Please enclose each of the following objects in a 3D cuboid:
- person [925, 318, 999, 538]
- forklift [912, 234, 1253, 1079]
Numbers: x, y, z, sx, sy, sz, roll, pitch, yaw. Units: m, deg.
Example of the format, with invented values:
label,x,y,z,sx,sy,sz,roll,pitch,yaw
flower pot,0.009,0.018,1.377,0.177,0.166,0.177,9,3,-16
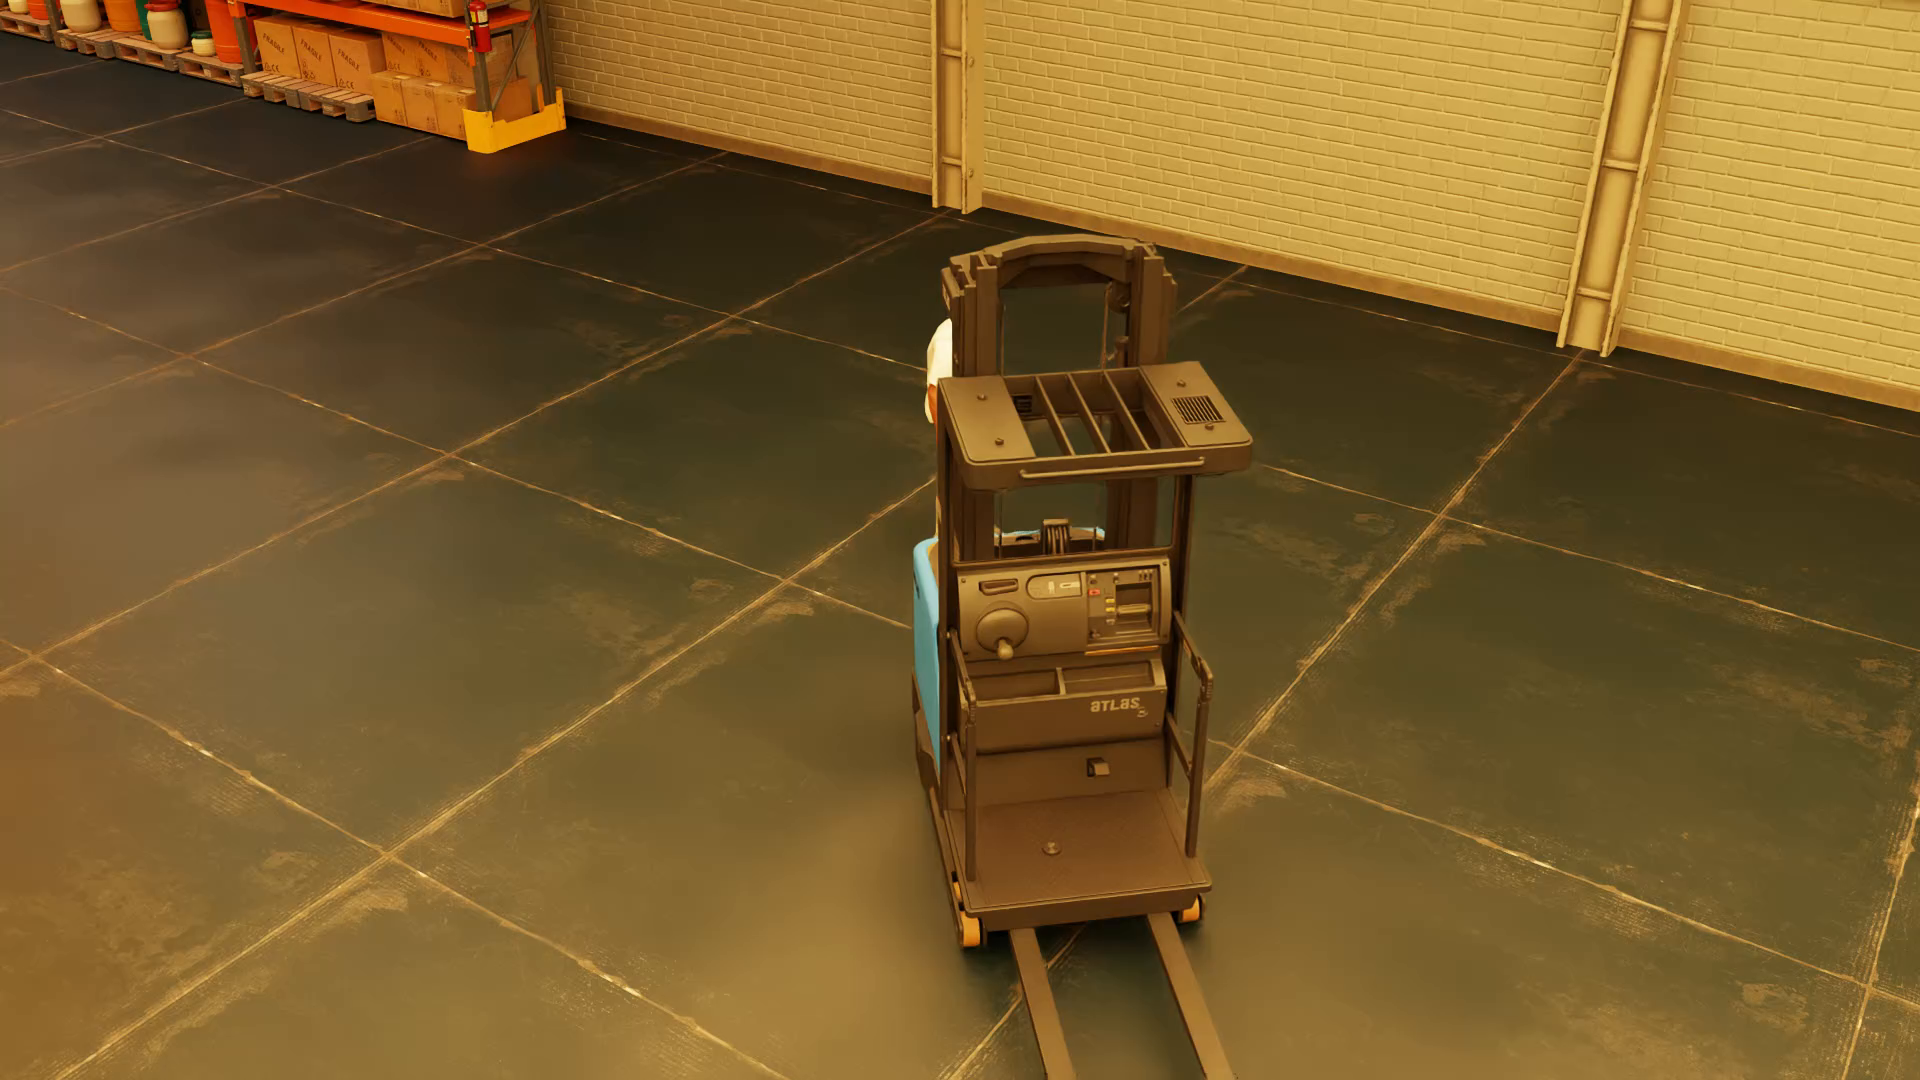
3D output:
label,x,y,z,sx,sy,sz,roll,pitch,yaw
person,0.038,-0.752,10.046,0.460,1.760,0.626,17,34,27
forklift,0.490,0.345,6.987,1.130,2.935,3.031,-5,30,-8
